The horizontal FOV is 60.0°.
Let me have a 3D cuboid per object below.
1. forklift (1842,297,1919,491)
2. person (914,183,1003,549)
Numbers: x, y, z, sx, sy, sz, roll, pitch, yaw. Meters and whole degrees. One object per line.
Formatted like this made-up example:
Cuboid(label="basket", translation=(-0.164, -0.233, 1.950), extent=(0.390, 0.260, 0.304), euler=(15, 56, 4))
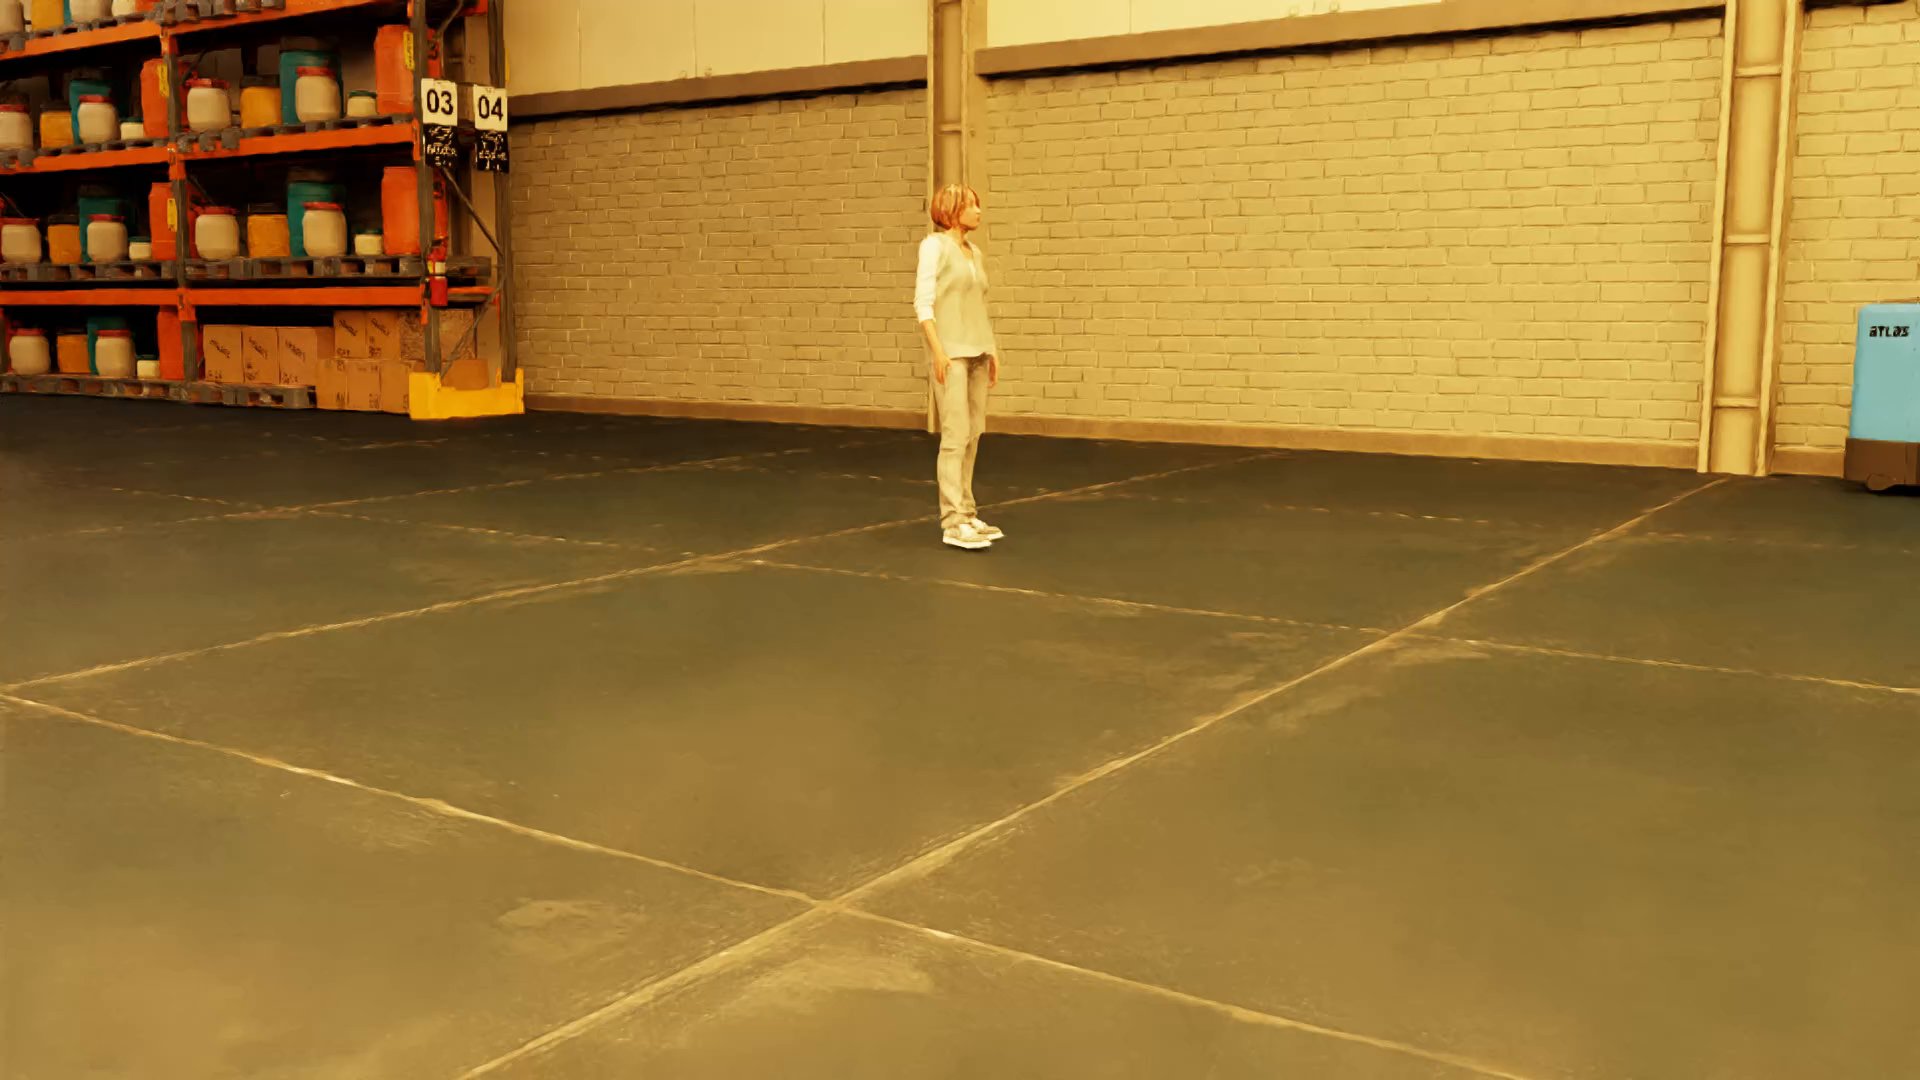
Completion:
Cuboid(label="forklift", translation=(6.340, -1.600, 8.442), extent=(1.130, 2.935, 3.031), euler=(-6, 10, -36))
Cuboid(label="person", translation=(0.054, -0.790, 7.438), extent=(0.474, 1.597, 0.521), euler=(5, 10, 34))
